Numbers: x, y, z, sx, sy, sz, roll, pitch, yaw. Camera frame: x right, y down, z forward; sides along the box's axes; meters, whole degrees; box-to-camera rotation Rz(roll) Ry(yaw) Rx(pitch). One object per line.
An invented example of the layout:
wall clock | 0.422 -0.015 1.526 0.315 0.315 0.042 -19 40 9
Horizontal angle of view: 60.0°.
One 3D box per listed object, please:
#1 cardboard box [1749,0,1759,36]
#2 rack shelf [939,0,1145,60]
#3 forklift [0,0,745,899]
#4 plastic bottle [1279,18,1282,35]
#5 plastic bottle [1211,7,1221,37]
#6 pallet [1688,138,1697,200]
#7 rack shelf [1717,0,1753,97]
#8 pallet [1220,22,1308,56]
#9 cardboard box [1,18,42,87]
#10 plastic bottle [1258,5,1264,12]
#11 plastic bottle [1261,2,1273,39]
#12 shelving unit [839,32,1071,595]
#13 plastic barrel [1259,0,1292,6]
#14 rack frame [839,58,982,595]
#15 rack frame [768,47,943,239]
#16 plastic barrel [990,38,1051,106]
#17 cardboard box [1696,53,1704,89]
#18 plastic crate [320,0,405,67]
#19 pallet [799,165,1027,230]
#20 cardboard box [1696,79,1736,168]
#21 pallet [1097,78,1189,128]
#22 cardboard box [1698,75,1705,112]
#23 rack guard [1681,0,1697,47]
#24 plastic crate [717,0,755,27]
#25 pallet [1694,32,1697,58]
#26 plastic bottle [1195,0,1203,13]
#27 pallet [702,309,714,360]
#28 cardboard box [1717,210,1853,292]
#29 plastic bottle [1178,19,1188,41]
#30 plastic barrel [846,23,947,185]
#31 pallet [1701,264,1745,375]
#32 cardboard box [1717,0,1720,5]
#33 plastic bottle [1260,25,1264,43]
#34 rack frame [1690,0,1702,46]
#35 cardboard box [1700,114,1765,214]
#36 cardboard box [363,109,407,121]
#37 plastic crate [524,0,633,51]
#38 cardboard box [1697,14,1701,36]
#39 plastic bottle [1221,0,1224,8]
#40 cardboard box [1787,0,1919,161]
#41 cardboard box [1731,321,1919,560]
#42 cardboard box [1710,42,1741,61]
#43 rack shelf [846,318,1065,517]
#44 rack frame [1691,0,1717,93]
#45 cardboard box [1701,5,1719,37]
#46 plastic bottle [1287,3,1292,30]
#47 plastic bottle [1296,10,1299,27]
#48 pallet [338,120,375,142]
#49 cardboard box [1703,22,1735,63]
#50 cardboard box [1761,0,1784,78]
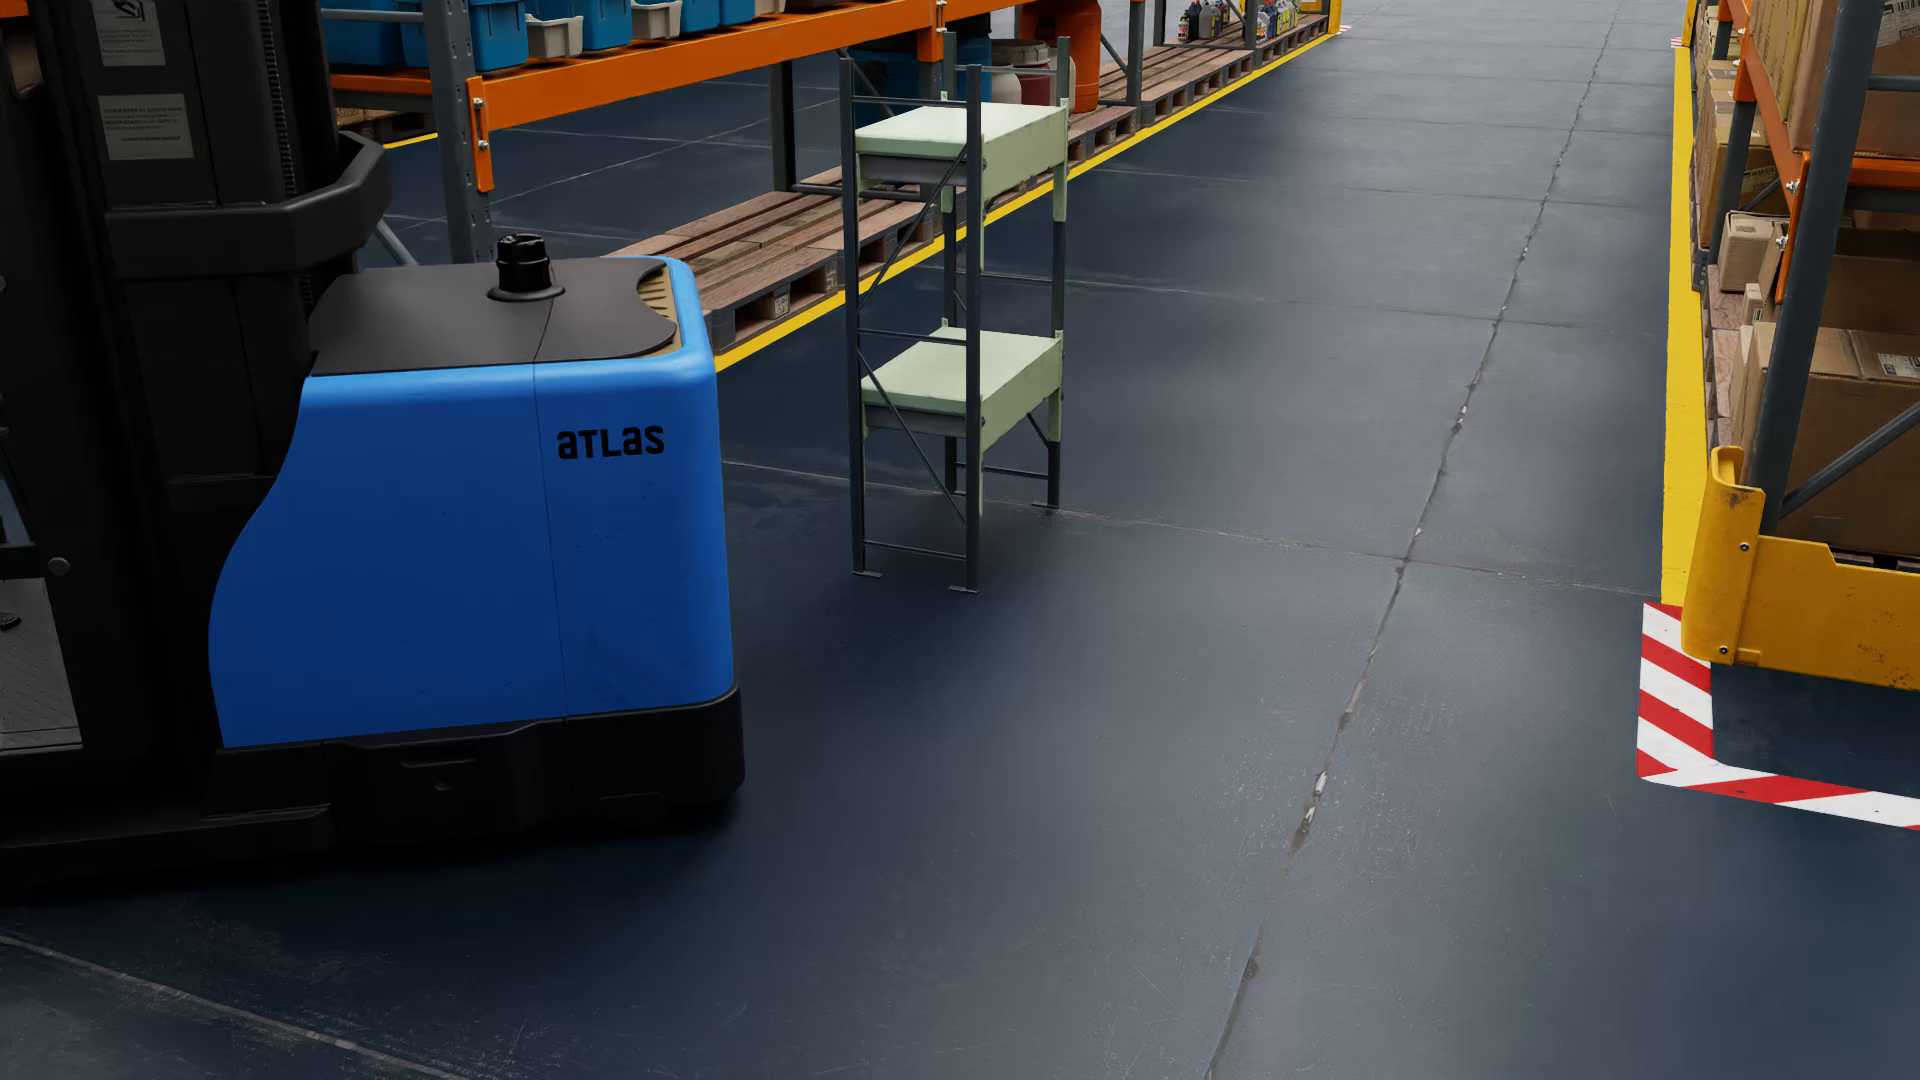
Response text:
cardboard box | 3.571 -2.352 6.858 0.500 0.500 0.500 9 24 21
rack shelf | 0.159 -3.543 10.774 1.077 0.370 4.000 9 24 20
forklift | -2.058 -0.795 3.350 3.031 2.935 1.130 -4 23 -11
plastic bottle | 3.269 -5.329 17.175 0.097 0.201 0.097 0 23 0
plastic bottle | 2.577 -5.296 17.001 0.152 0.276 0.135 9 24 20
pallet | 5.187 -2.332 10.558 1.003 0.211 1.213 9 24 20
rack shelf | 4.756 -2.833 9.073 1.077 0.370 4.000 9 24 20
pallet | 3.127 -5.408 17.923 1.003 0.211 1.213 9 24 20
cardboard box | -5.837 -2.535 9.639 0.875 0.875 0.875 9 24 20
plastic bottle | 3.154 -5.430 17.320 0.152 0.276 0.135 9 24 20
plastic bottle | 3.072 -5.232 16.750 0.144 0.351 0.185 9 24 21
shelving unit | 0.002 -0.694 4.967 0.431 1.500 0.755 9 24 20
plastic barrel | 3.513 -6.073 18.581 0.421 0.512 0.421 0 23 0
rack frame | -0.133 -0.563 4.653 0.400 1.500 0.023 9 24 20
rack frame | -0.584 -3.159 8.922 1.000 3.000 0.127 9 24 20
plastic barrel | 0.316 -3.090 11.340 0.600 0.588 0.708 9 24 20
cardboard box | 6.224 -3.759 13.381 0.500 0.250 0.500 8 24 18
plastic crate | -2.119 -1.918 5.827 0.616 0.435 0.499 9 24 20
pallet | -0.259 -2.143 10.106 1.003 0.211 1.213 9 24 20
cardboard box | 4.685 -2.441 9.874 0.500 0.500 0.500 8 24 19
pallet | 1.225 -3.576 13.536 1.003 0.211 1.213 9 24 20
cardboard box | 5.656 -3.213 12.074 0.500 0.250 0.500 8 24 19
rack guard | 8.480 -5.598 18.004 1.175 0.500 0.348 9 24 20
plastic crate | -1.072 -2.298 6.999 0.416 0.233 0.300 9 24 20
pallet | 8.226 -5.177 17.369 1.003 0.211 1.213 9 24 20
plastic bottle | 2.430 -5.343 17.016 0.144 0.351 0.185 8 24 17
pallet | -1.728 -0.731 6.725 1.003 0.211 1.213 9 24 20
cardboard box | 3.657 -1.292 7.369 0.500 0.311 0.500 9 24 20
plastic bottle | 2.233 -5.108 16.648 0.097 0.201 0.097 0 23 0
plastic barrel | -0.366 -2.577 9.705 0.600 0.901 0.708 9 24 20
pallet | 3.757 -0.916 7.170 1.003 0.211 1.213 9 24 20
cardboard box | 7.151 -4.957 15.275 0.500 0.500 0.500 9 24 20
plastic bottle | 2.950 -5.021 16.440 0.097 0.201 0.097 0 23 0
rack frame | 8.471 -6.743 17.501 1.000 3.000 0.127 9 24 20
cardboard box | 4.122 -1.892 8.559 0.500 0.500 0.500 9 24 20
cardboard box | -4.633 -3.633 12.269 1.225 0.875 0.875 8 24 18
plastic crate | -1.428 -1.955 6.178 0.416 0.233 0.300 9 24 20
cardboard box | 7.697 -5.150 16.709 0.500 0.250 0.500 9 24 20
plastic bottle | 2.809 -5.721 18.007 0.061 0.283 0.133 9 24 21
cardboard box | 2.441 -1.263 4.252 0.500 0.500 0.500 10 25 22
cardboard box | 2.501 -0.297 4.741 0.500 0.500 0.500 9 24 20
cardboard box | 5.465 -3.287 11.522 0.500 0.311 0.500 9 24 21
rack shelf | 0.002 -0.394 5.092 0.431 0.370 0.720 9 24 20
rack frame | 6.985 -5.312 14.074 1.000 3.000 0.127 9 24 20
cardboard box | 6.600 -4.383 14.147 0.500 0.311 0.500 9 24 20
plastic bottle | 3.427 -5.544 17.593 0.152 0.276 0.135 8 24 19
plastic bottle | 3.598 -5.645 17.933 0.097 0.201 0.097 0 23 0
pallet | -4.966 -2.869 11.844 1.003 0.211 1.213 9 24 20
cardboard box | 6.030 -3.833 12.829 0.500 0.311 0.500 9 24 22
cardboard box | 3.008 -1.807 5.554 0.500 0.500 0.500 8 24 19
